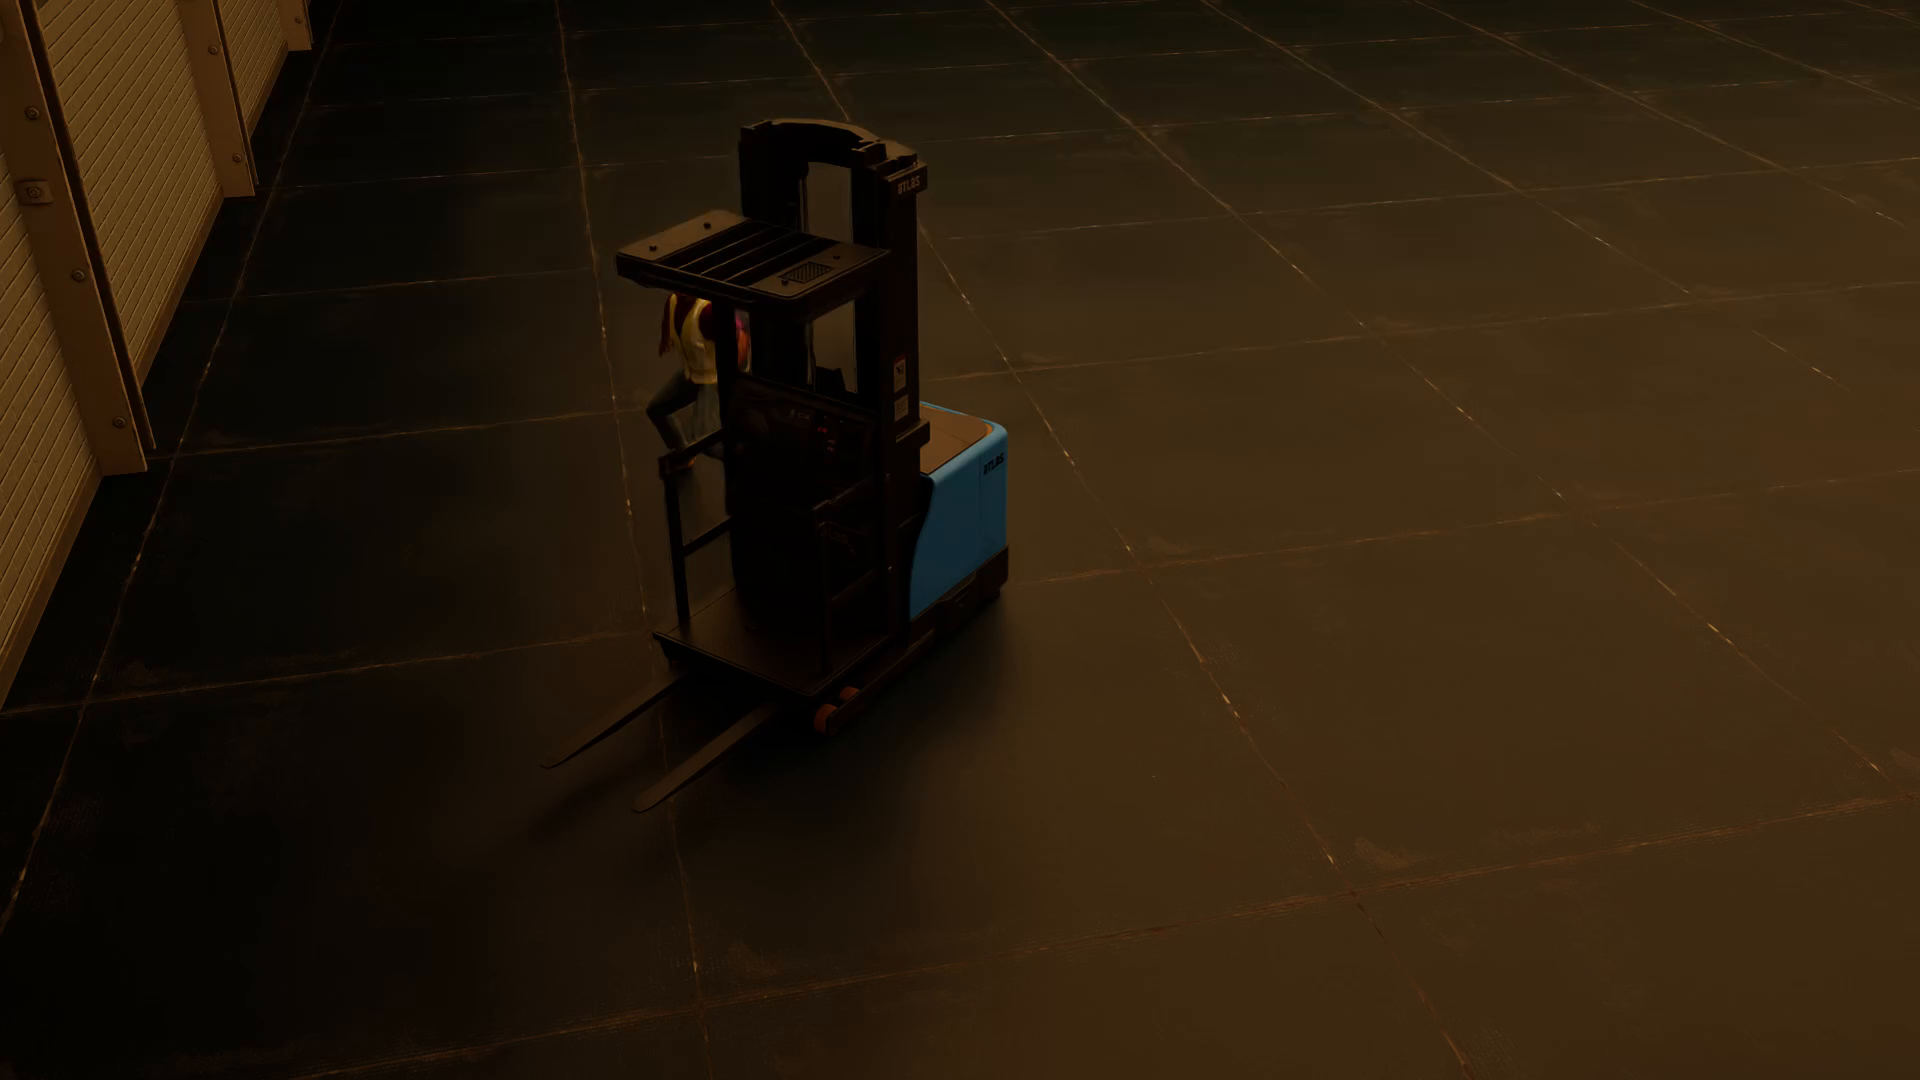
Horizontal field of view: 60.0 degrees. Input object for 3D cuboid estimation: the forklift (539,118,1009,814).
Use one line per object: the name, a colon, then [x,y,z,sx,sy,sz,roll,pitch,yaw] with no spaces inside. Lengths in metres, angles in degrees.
forklift: [-0.947,-0.512,8.460,1.130,2.935,3.031,18,35,29]

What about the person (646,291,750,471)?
person: [-1.724,-1.085,10.828,0.517,1.653,1.214,-20,36,-31]
